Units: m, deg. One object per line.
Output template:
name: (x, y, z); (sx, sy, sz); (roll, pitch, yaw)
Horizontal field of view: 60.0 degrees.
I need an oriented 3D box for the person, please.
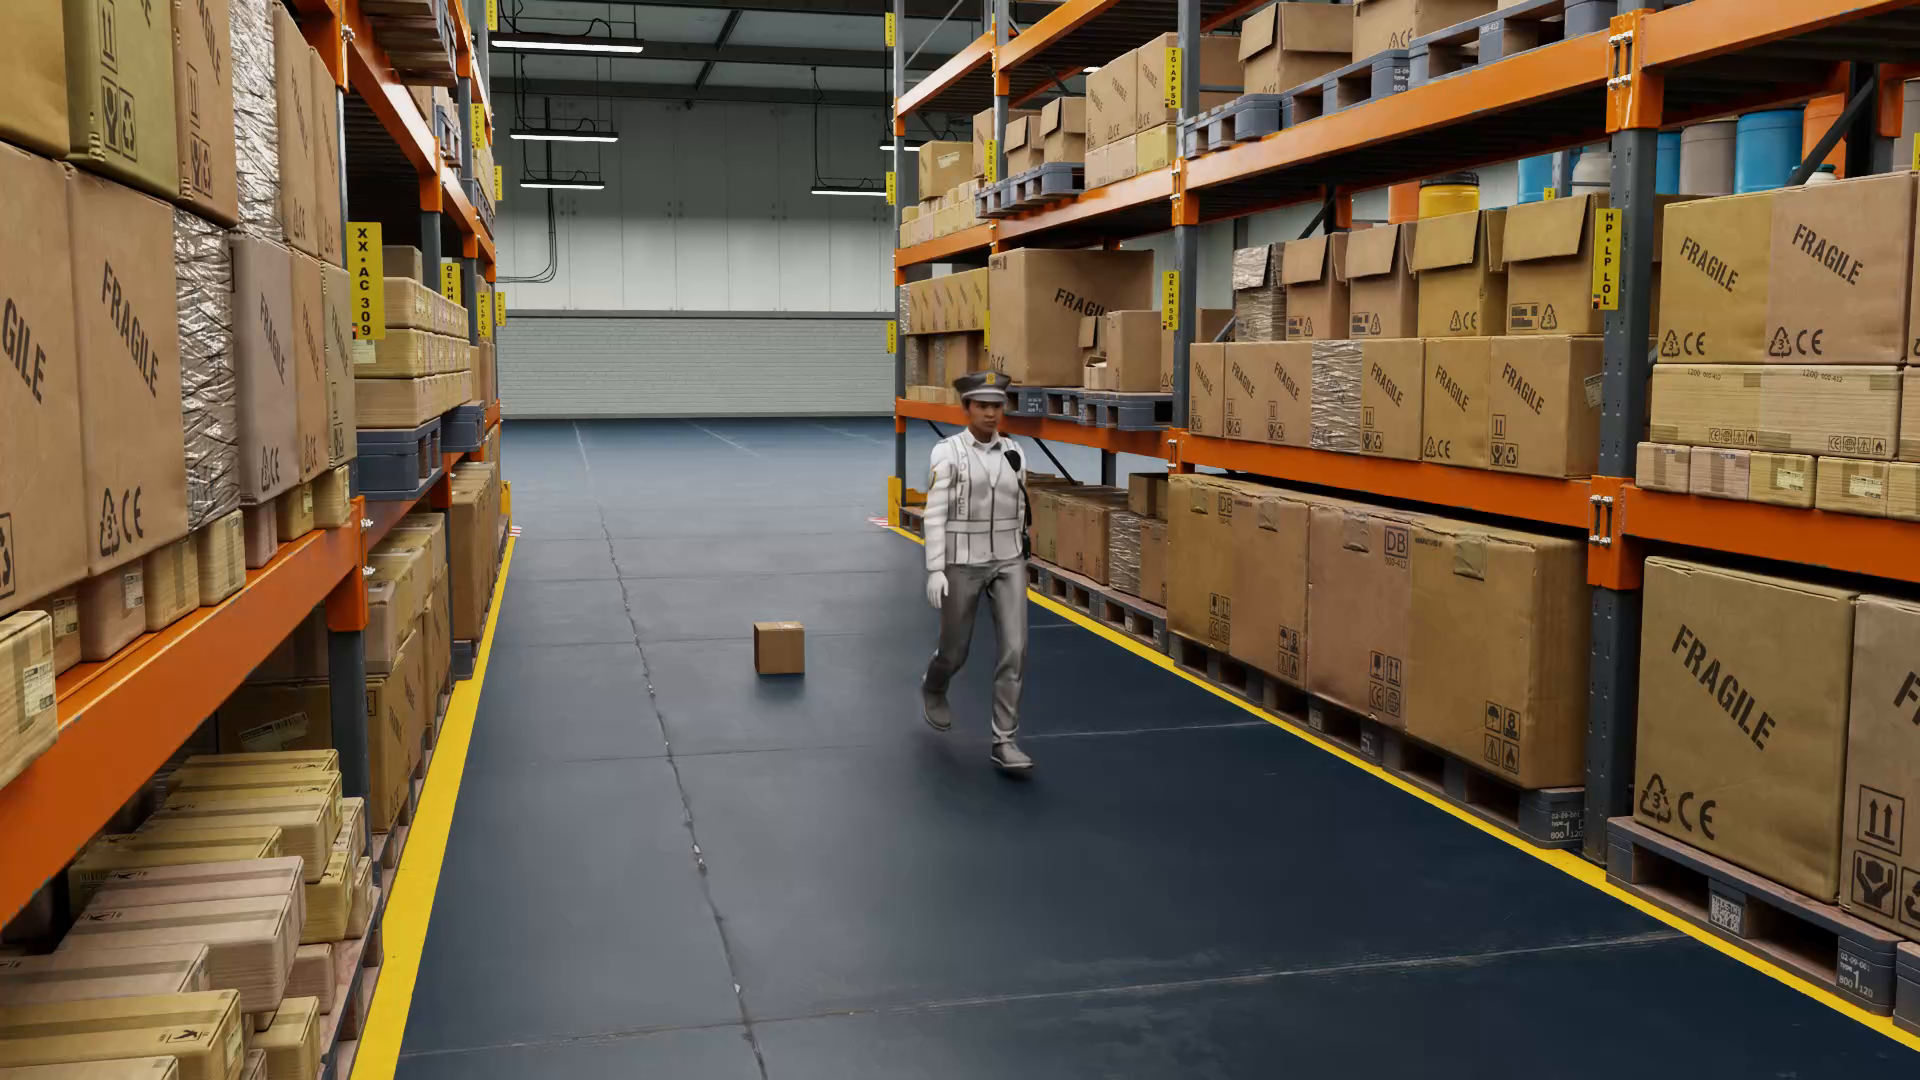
person: (0.071, 0.099, 7.076); (0.500, 1.637, 0.878); (-2, 6, -16)
